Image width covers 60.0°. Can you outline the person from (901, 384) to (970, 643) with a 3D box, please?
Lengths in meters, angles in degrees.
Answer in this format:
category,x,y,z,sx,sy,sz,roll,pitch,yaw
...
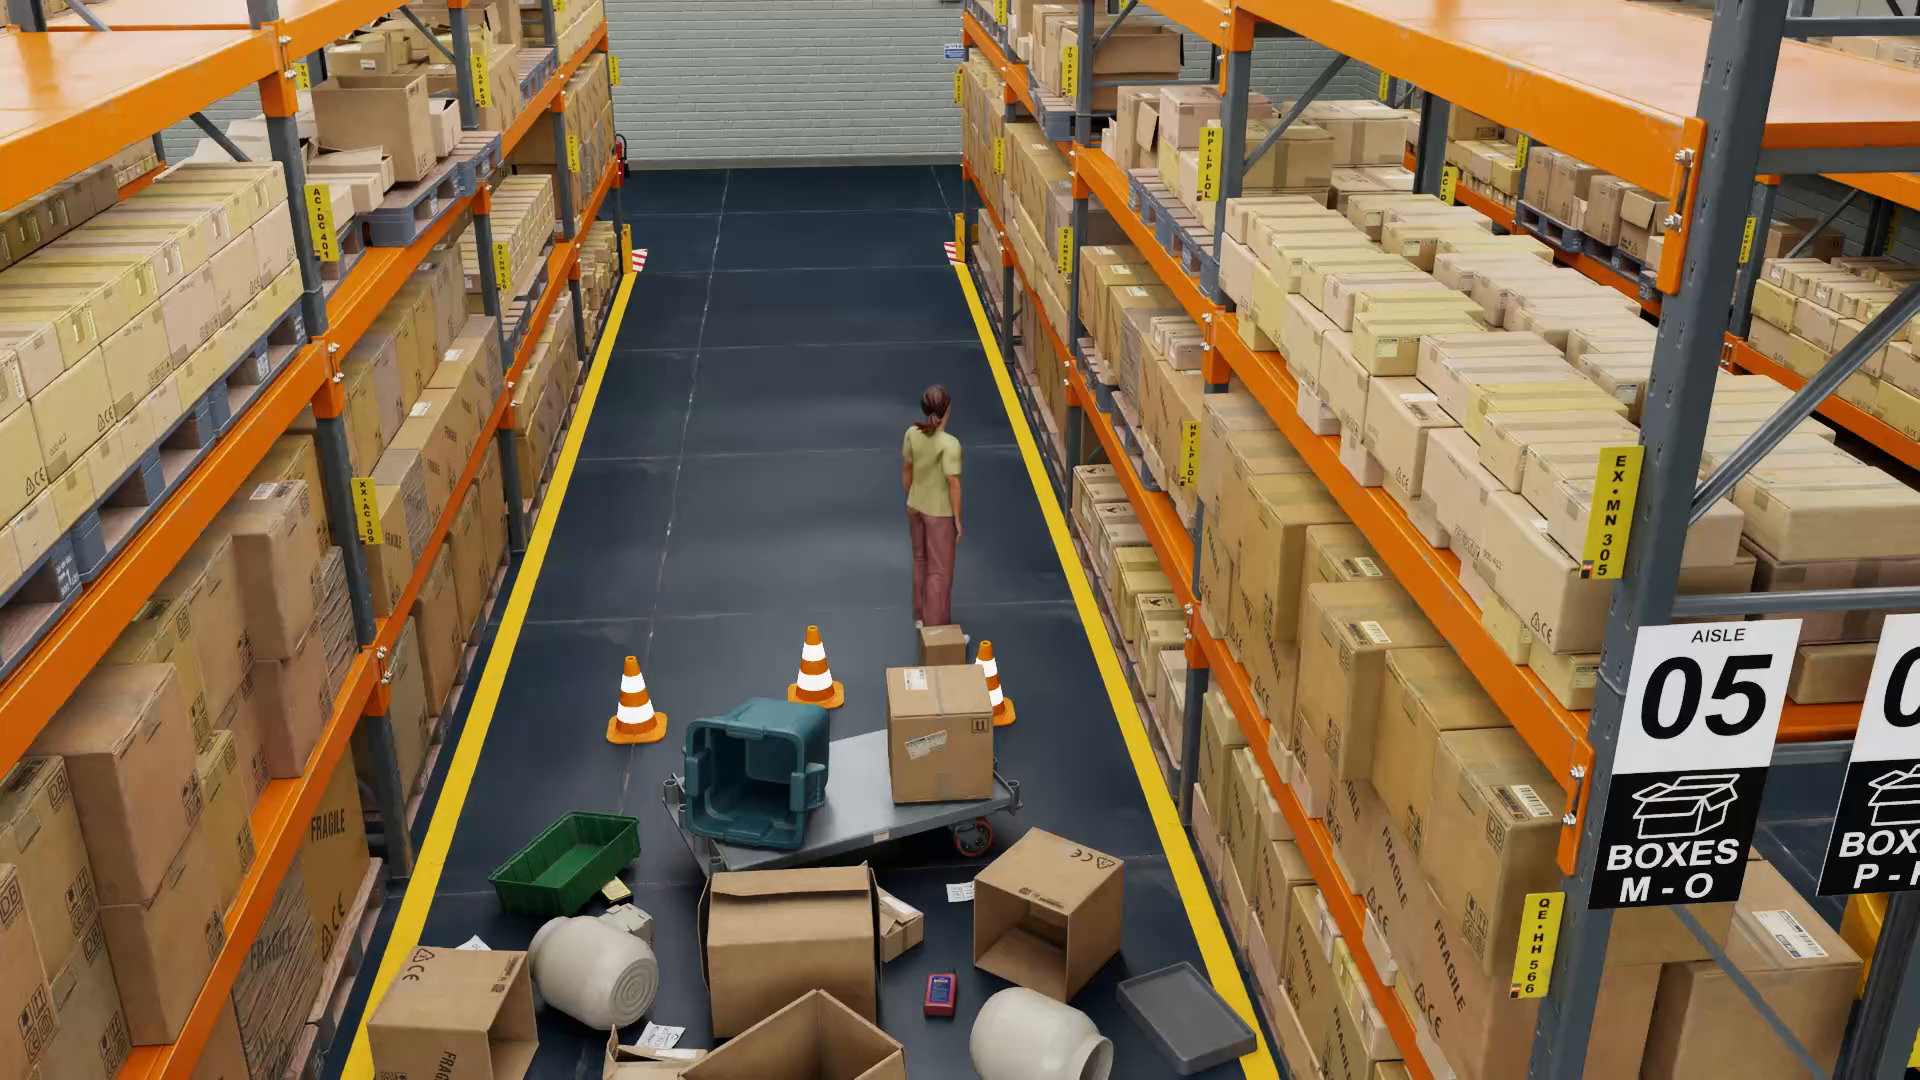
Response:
category,x,y,z,sx,sy,sz,roll,pitch,yaw
person,-0.138,-0.168,10.423,0.429,1.674,0.519,-22,32,-40
